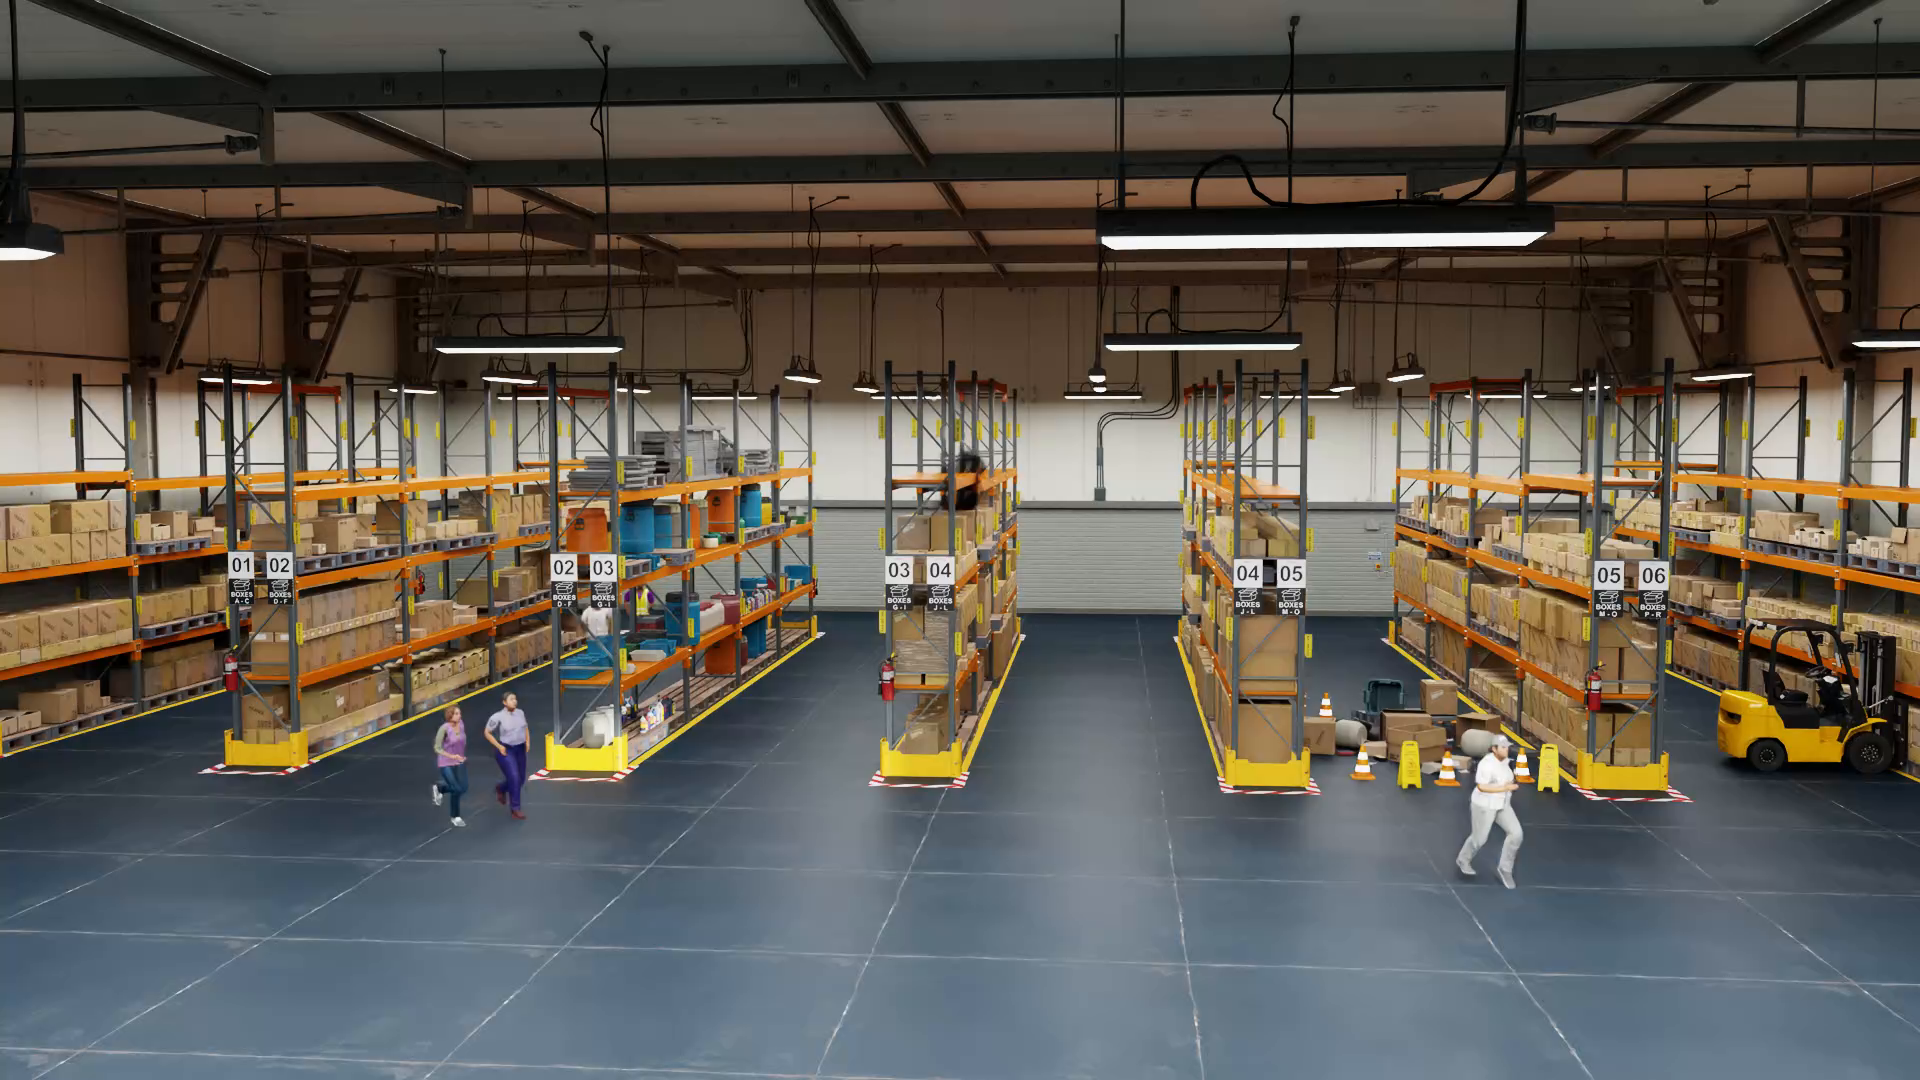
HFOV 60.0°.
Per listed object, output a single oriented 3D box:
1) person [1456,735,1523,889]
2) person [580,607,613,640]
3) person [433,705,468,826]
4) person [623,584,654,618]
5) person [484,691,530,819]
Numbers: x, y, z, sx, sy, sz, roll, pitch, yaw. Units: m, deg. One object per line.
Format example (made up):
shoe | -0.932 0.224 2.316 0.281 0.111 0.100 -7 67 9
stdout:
person | 5.852 2.975 18.392 0.626 1.701 0.826 -3 5 -34
person | -7.286 1.941 33.467 0.713 1.736 0.897 0 4 -3
person | -6.468 2.858 21.140 0.646 1.555 0.576 2 4 30
person | -7.173 1.682 37.181 0.675 1.720 0.599 -1 4 -13
person | -5.867 2.777 21.637 0.701 1.630 0.618 3 5 37
